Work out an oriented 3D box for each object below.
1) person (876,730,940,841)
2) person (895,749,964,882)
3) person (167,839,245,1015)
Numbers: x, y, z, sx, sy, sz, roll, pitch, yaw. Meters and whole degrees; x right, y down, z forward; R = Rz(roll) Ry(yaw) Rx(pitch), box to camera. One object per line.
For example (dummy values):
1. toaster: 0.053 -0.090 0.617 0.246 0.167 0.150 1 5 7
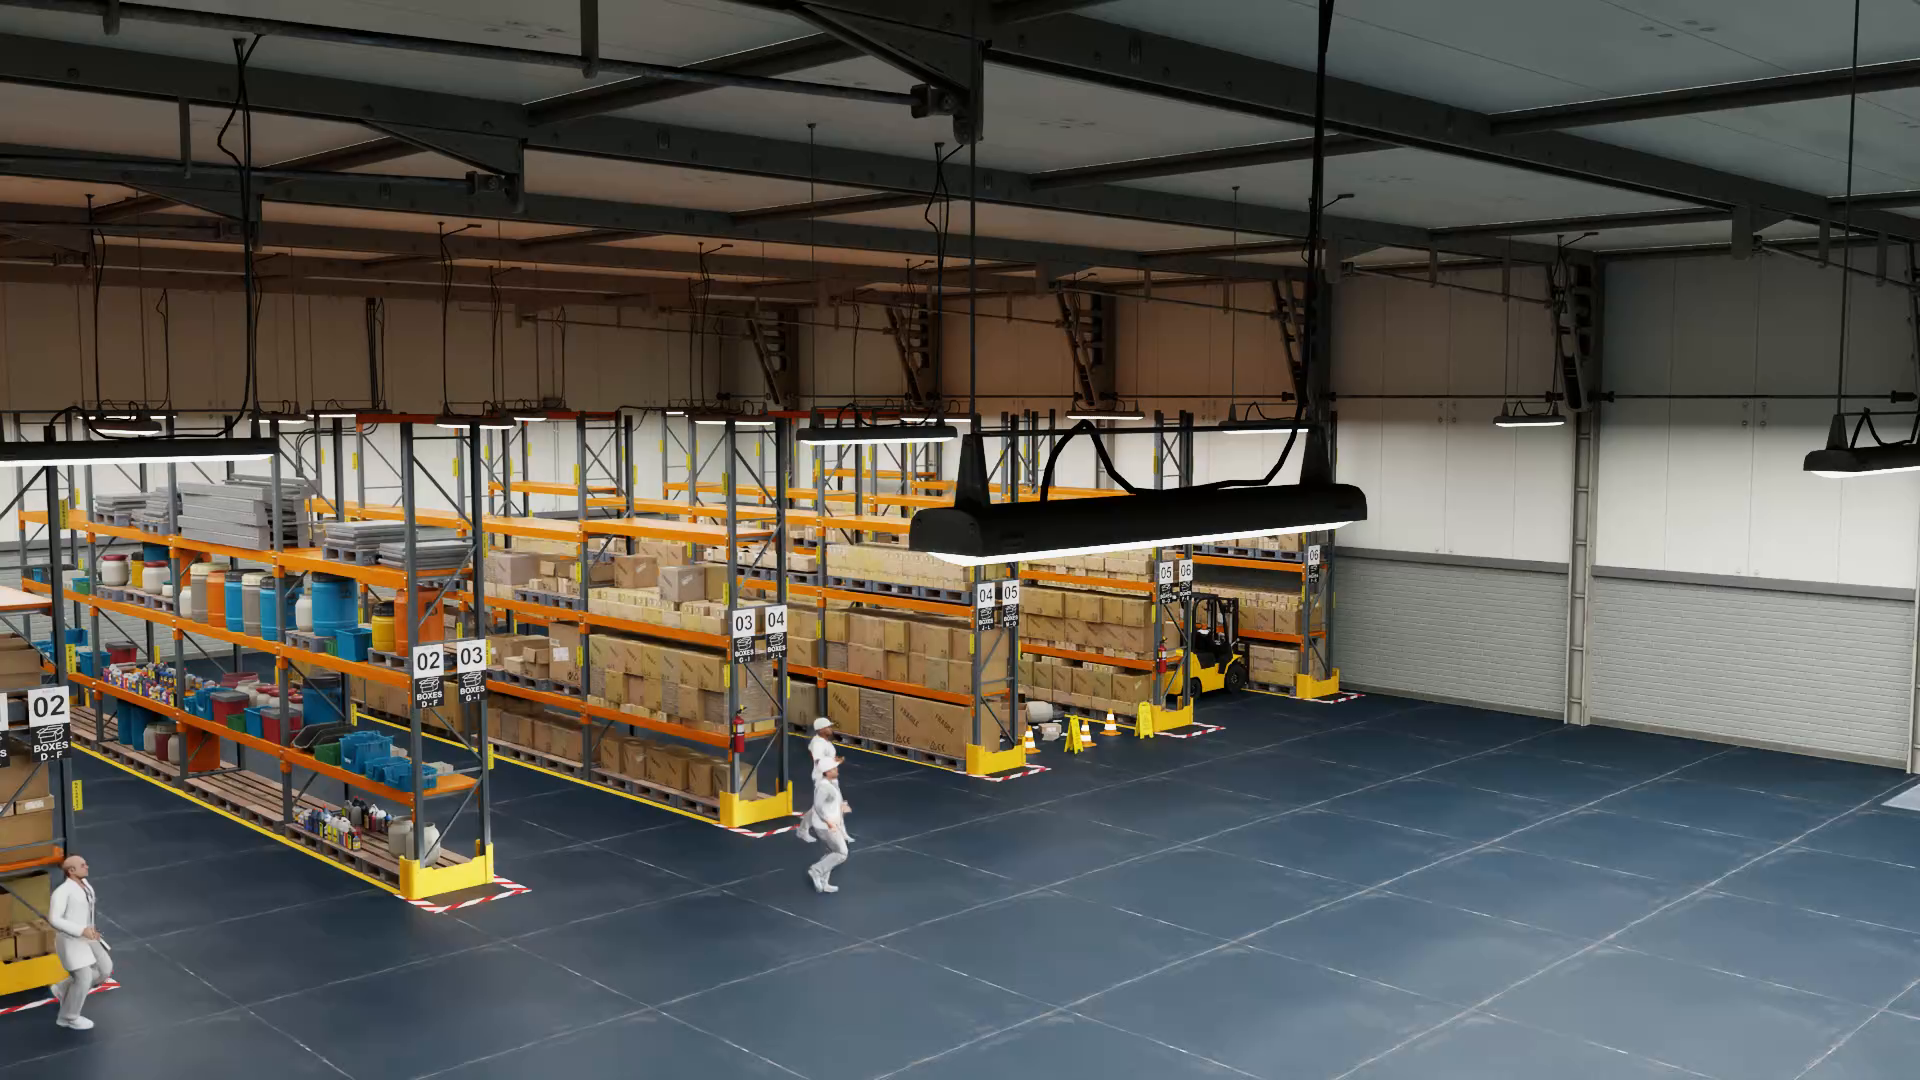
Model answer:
1. person: -0.747 3.492 23.751 0.929 1.594 0.718 0 5 -3
2. person: -0.392 3.574 21.542 0.953 1.782 0.661 -1 5 -12
3. person: -7.758 3.982 17.074 0.787 1.834 0.713 -1 5 -10
